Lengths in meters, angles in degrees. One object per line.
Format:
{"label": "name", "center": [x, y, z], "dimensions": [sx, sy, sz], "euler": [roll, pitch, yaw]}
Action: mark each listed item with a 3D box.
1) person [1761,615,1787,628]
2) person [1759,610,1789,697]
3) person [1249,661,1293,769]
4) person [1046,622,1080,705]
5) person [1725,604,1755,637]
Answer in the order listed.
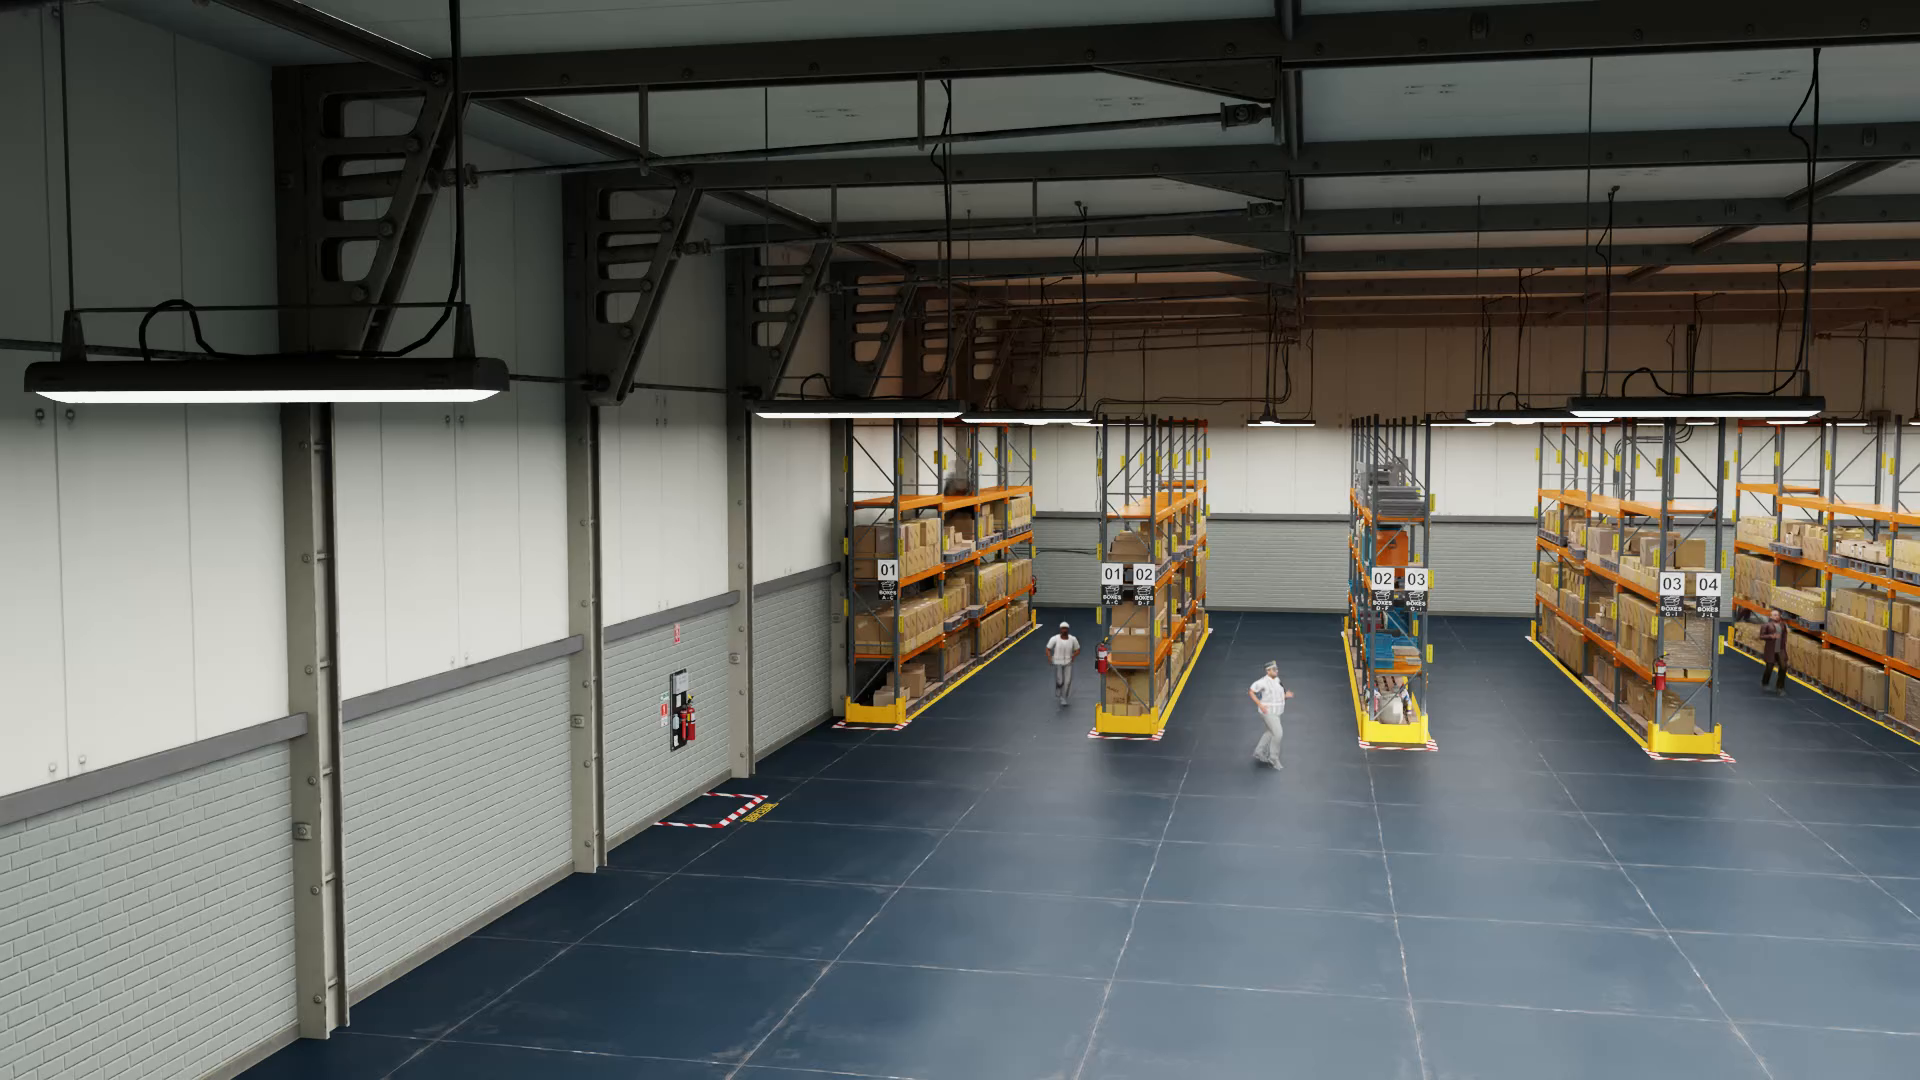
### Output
{"label": "person", "center": [22.013, 1.850, 45.007], "dimensions": [0.989, 1.807, 0.729], "euler": [1, 4, 16]}
{"label": "person", "center": [17.585, 2.430, 35.914], "dimensions": [0.685, 1.831, 0.831], "euler": [0, 4, 5]}
{"label": "person", "center": [5.295, 2.964, 28.222], "dimensions": [0.726, 1.848, 0.640], "euler": [3, 5, 37]}
{"label": "person", "center": [2.155, 2.561, 34.565], "dimensions": [0.718, 1.724, 0.618], "euler": [0, 4, -5]}
{"label": "person", "center": [21.281, 1.846, 45.285], "dimensions": [0.696, 1.664, 0.936], "euler": [-4, 5, -44]}
